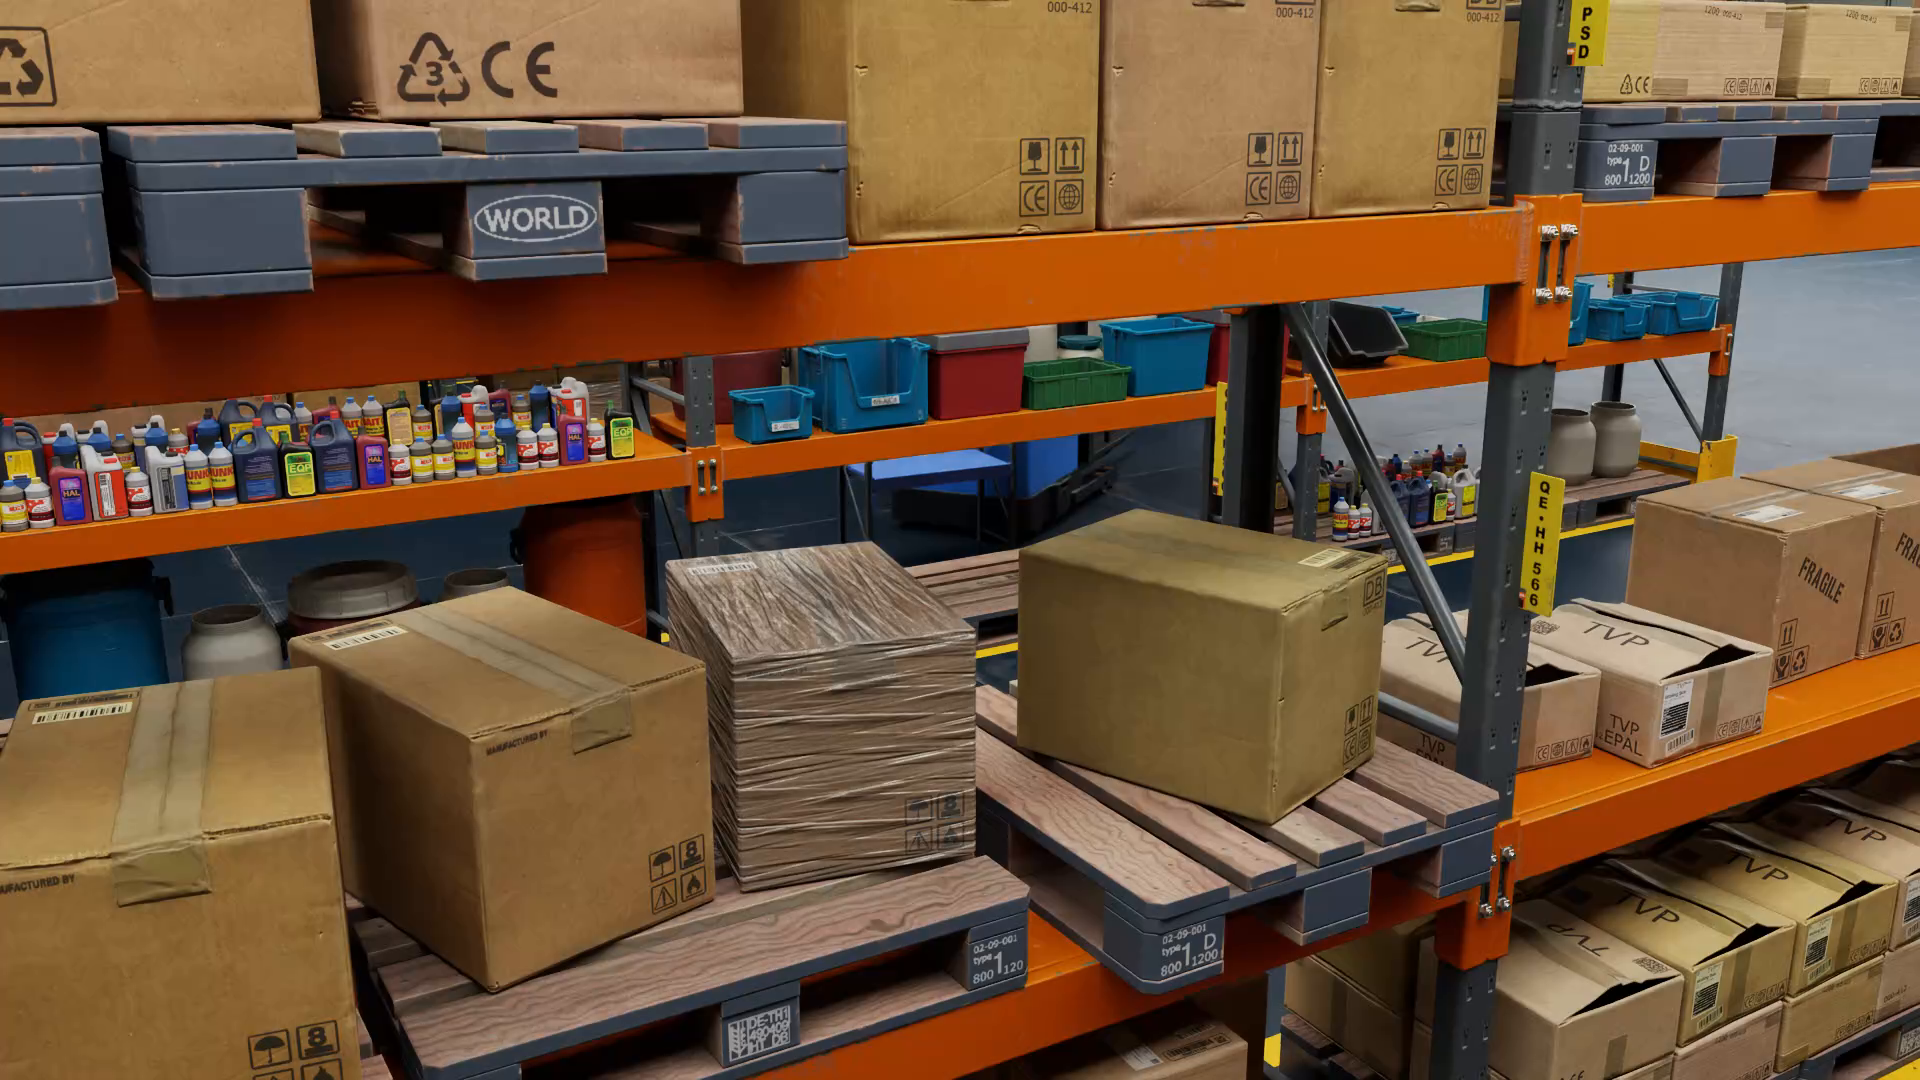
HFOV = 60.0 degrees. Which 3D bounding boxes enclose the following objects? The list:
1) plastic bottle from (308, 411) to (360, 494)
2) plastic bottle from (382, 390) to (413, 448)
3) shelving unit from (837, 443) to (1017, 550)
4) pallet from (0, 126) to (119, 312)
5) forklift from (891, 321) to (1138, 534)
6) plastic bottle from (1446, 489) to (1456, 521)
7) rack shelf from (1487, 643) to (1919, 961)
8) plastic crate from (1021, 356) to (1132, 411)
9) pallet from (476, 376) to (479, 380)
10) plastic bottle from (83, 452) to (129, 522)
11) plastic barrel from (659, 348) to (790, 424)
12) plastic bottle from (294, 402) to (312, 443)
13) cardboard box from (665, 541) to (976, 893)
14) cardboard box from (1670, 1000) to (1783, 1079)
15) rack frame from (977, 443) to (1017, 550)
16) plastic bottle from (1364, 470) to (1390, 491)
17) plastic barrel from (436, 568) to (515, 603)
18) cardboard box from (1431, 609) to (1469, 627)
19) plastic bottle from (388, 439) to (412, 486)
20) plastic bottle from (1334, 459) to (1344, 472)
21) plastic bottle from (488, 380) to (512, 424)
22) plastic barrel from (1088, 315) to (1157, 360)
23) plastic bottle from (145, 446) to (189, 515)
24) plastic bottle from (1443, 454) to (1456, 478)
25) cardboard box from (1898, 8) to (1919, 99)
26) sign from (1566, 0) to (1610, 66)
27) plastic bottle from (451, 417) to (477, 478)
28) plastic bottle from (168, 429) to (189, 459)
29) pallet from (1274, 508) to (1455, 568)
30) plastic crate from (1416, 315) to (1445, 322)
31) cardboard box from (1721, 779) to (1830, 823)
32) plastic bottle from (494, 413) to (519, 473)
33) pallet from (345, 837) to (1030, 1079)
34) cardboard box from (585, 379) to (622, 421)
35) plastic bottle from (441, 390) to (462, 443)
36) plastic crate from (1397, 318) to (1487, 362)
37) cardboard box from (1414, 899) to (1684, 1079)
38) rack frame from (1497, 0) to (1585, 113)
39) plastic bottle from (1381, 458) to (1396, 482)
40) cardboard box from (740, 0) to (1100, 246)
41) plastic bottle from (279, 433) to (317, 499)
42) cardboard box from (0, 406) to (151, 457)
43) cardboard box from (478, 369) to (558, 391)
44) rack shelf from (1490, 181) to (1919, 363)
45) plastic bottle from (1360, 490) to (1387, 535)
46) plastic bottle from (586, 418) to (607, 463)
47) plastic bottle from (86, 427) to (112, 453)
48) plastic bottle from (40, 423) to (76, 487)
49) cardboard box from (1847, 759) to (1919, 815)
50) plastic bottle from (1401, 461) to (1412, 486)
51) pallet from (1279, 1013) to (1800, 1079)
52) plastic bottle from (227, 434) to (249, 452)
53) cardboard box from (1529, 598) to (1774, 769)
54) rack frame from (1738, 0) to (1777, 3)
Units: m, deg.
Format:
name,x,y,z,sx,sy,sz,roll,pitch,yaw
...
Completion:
name,x,y,z,sx,sy,sz,roll,pitch,yaw
plastic bottle,-2.769,-0.391,7.338,0.185,0.351,0.144,-9,18,-30
plastic bottle,-2.774,-0.595,8.190,0.133,0.283,0.061,-9,18,-30
shelving unit,-0.214,-0.590,10.737,1.048,1.500,0.538,-8,17,-25
pallet,-1.790,-0.466,2.307,1.003,0.211,1.213,-9,18,-30
forklift,0.574,-1.807,12.426,1.130,2.935,3.031,7,17,23
plastic bottle,3.247,-0.238,11.069,0.097,0.201,0.097,0,16,0
rack shelf,2.758,0.474,5.494,4.000,0.370,1.077,-9,18,-30
plastic crate,0.577,-0.887,9.411,0.662,0.188,0.450,-9,18,-30
pallet,-4.763,-1.966,18.033,1.213,0.211,1.003,-9,18,-30
plastic bottle,-3.546,-0.230,6.903,0.135,0.276,0.152,-9,18,-30
plastic barrel,-1.262,-0.941,8.957,0.708,0.536,0.600,-9,18,-30
plastic bottle,-3.145,-0.523,7.957,0.097,0.271,0.097,0,16,0
cardboard box,-0.320,0.352,3.633,0.500,0.500,0.700,-6,17,-19
cardboard box,2.074,1.453,4.987,0.500,0.250,0.500,-10,18,-31
rack frame,0.242,-0.651,10.953,0.032,1.500,0.500,-8,17,-25
plastic bottle,2.756,-0.283,10.954,0.185,0.351,0.144,-9,18,-30
plastic barrel,-2.353,0.426,8.164,0.421,0.512,0.421,0,16,0
cardboard box,1.672,0.338,5.113,0.250,0.149,0.380,-9,18,-30
plastic bottle,-2.521,-0.352,7.475,0.097,0.201,0.097,0,16,0
plastic bottle,2.611,-0.416,11.554,0.133,0.283,0.061,-8,17,-26
plastic bottle,-2.347,-0.664,8.438,0.133,0.283,0.061,-9,18,-30
plastic barrel,0.992,-1.280,10.167,0.433,0.535,0.433,0,16,0
plastic bottle,-3.347,-0.262,7.018,0.135,0.276,0.152,-9,18,-30
plastic bottle,3.550,-0.523,12.087,0.097,0.201,0.097,0,16,0
cardboard box,2.802,-1.473,5.050,0.500,0.250,0.500,-11,19,-34
sign,1.321,-1.162,3.481,0.005,0.325,0.100,-9,18,-30
plastic bottle,-2.271,-0.426,7.610,0.097,0.271,0.097,0,16,0
plastic bottle,-3.616,-0.413,7.694,0.097,0.201,0.097,0,16,0
pallet,2.522,-0.038,11.154,1.213,0.211,1.003,-9,18,-30
plastic crate,3.186,-1.454,11.529,0.437,0.136,0.530,-9,18,-30
cardboard box,2.673,0.915,5.864,0.500,0.311,0.500,-9,18,-28
plastic bottle,-2.104,-0.453,7.707,0.097,0.271,0.097,0,16,0
pallet,-0.621,0.770,3.463,1.213,0.211,1.003,-9,18,-30
cardboard box,-3.022,-1.073,13.496,0.500,0.500,0.700,-11,19,-34
plastic bottle,-2.520,-0.605,8.250,0.097,0.271,0.097,0,16,0
plastic crate,3.234,-1.318,10.947,0.662,0.188,0.450,-9,18,-30
cardboard box,1.644,1.253,4.661,0.500,0.311,0.500,-9,18,-28
rack frame,1.044,-2.483,3.595,0.127,3.000,1.000,-9,18,-30
plastic bottle,2.966,-0.426,11.588,0.133,0.283,0.061,-9,18,-30
cardboard box,-0.196,-0.875,3.232,0.500,0.500,0.910,-9,18,-30
plastic bottle,-2.884,-0.327,7.234,0.133,0.283,0.061,-9,18,-30
cardboard box,-6.180,-0.728,11.607,0.875,0.875,1.225,-10,18,-32
cardboard box,-3.496,-1.356,13.117,0.500,0.250,0.500,-8,18,-27
rack shelf,2.758,-0.970,5.089,4.000,0.370,1.077,-9,18,-30
plastic bottle,2.687,-0.191,10.766,0.135,0.276,0.152,-8,18,-28
plastic bottle,-1.739,-0.478,7.927,0.097,0.201,0.097,0,16,0
plastic bottle,-3.820,-0.366,7.395,0.097,0.271,0.097,0,16,0
plastic bottle,-4.016,-0.375,7.422,0.135,0.276,0.152,-9,18,-30
cardboard box,3.401,0.967,5.681,0.500,0.311,0.500,-9,18,-30
plastic bottle,3.174,-0.462,11.870,0.097,0.201,0.097,0,16,0
pallet,1.770,1.643,5.157,1.213,0.211,1.003,-9,18,-30
plastic bottle,-3.141,-0.330,7.269,0.097,0.271,0.097,0,16,0
cardboard box,1.910,0.369,4.701,0.500,0.311,0.500,-9,18,-30
rack frame,5.354,-4.741,11.652,0.127,3.000,1.000,-9,18,-30
